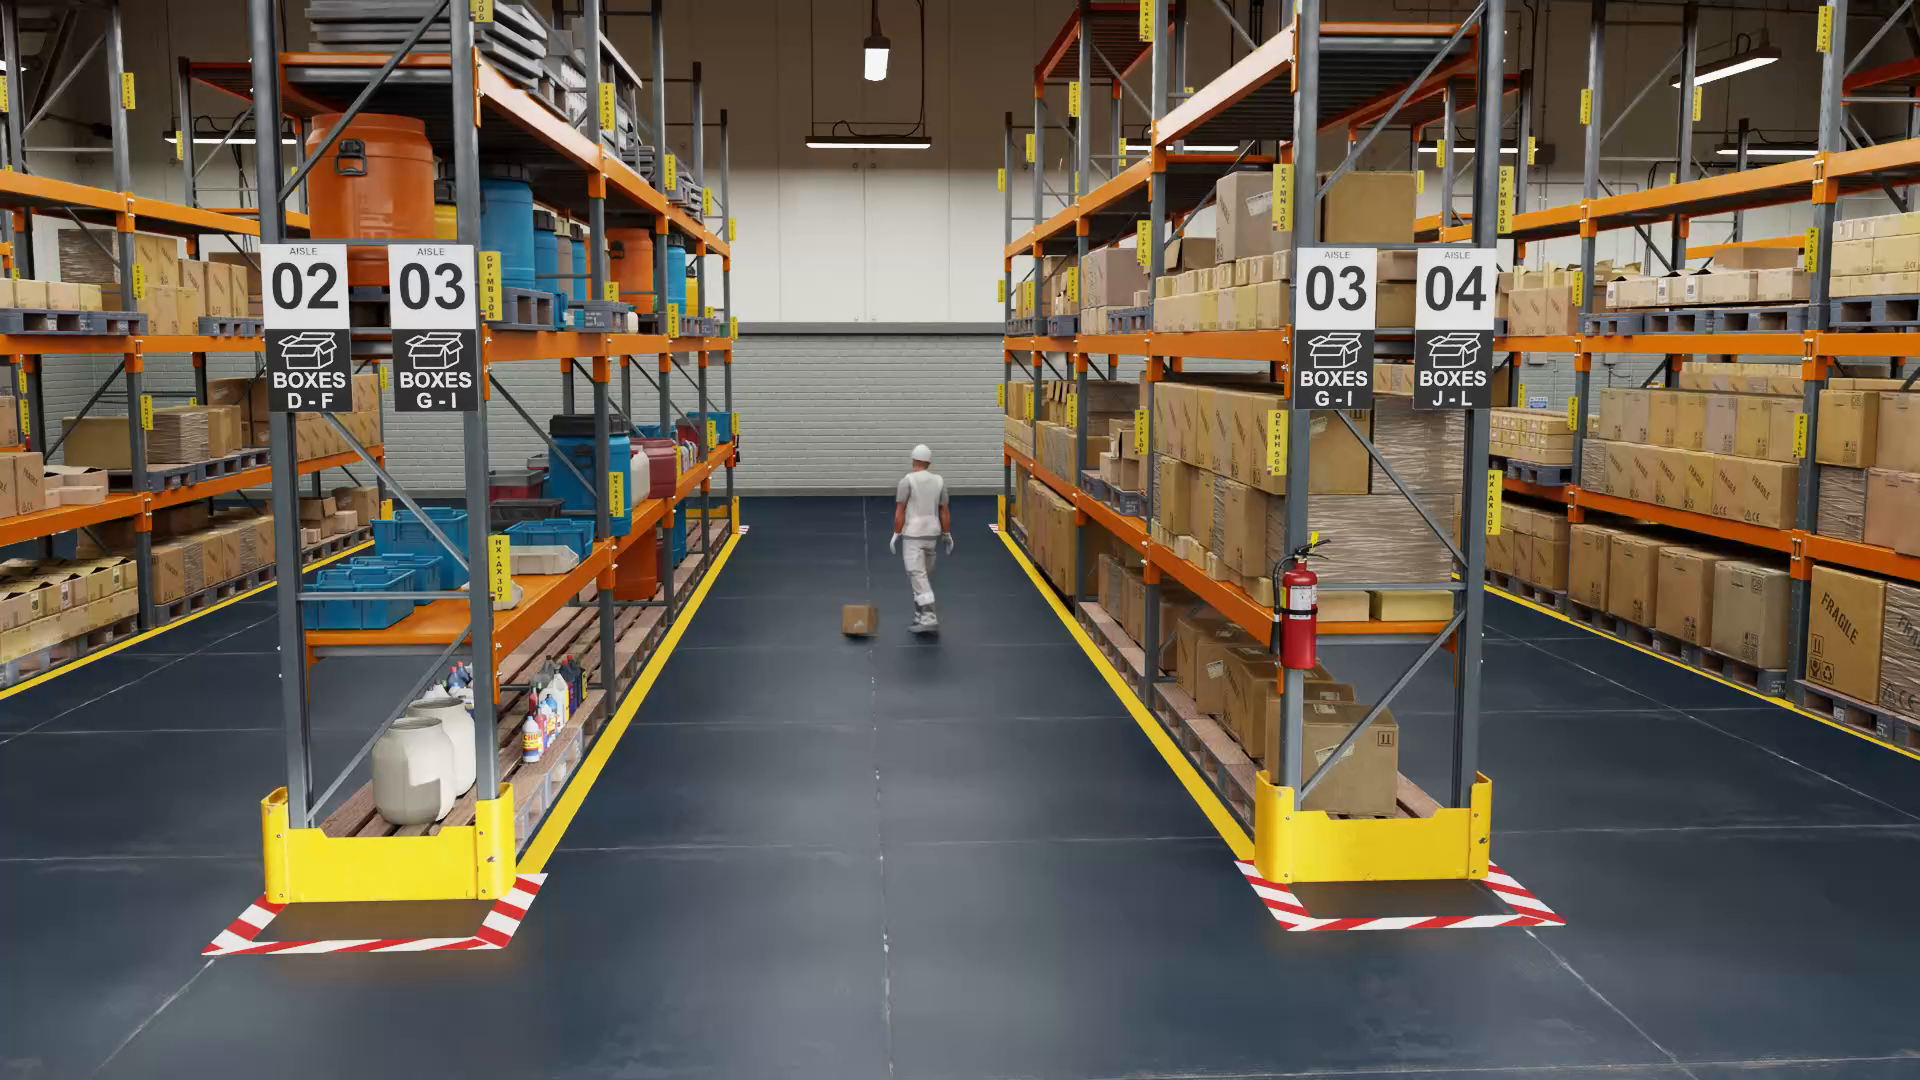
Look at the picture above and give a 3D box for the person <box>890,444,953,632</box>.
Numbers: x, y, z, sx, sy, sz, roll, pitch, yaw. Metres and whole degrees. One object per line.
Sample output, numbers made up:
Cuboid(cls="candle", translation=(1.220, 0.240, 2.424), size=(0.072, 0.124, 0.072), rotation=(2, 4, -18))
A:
Cuboid(cls="person", translation=(-0.340, -0.014, 15.788), size=(0.628, 1.779, 0.605), rotation=(-5, 8, -34))
